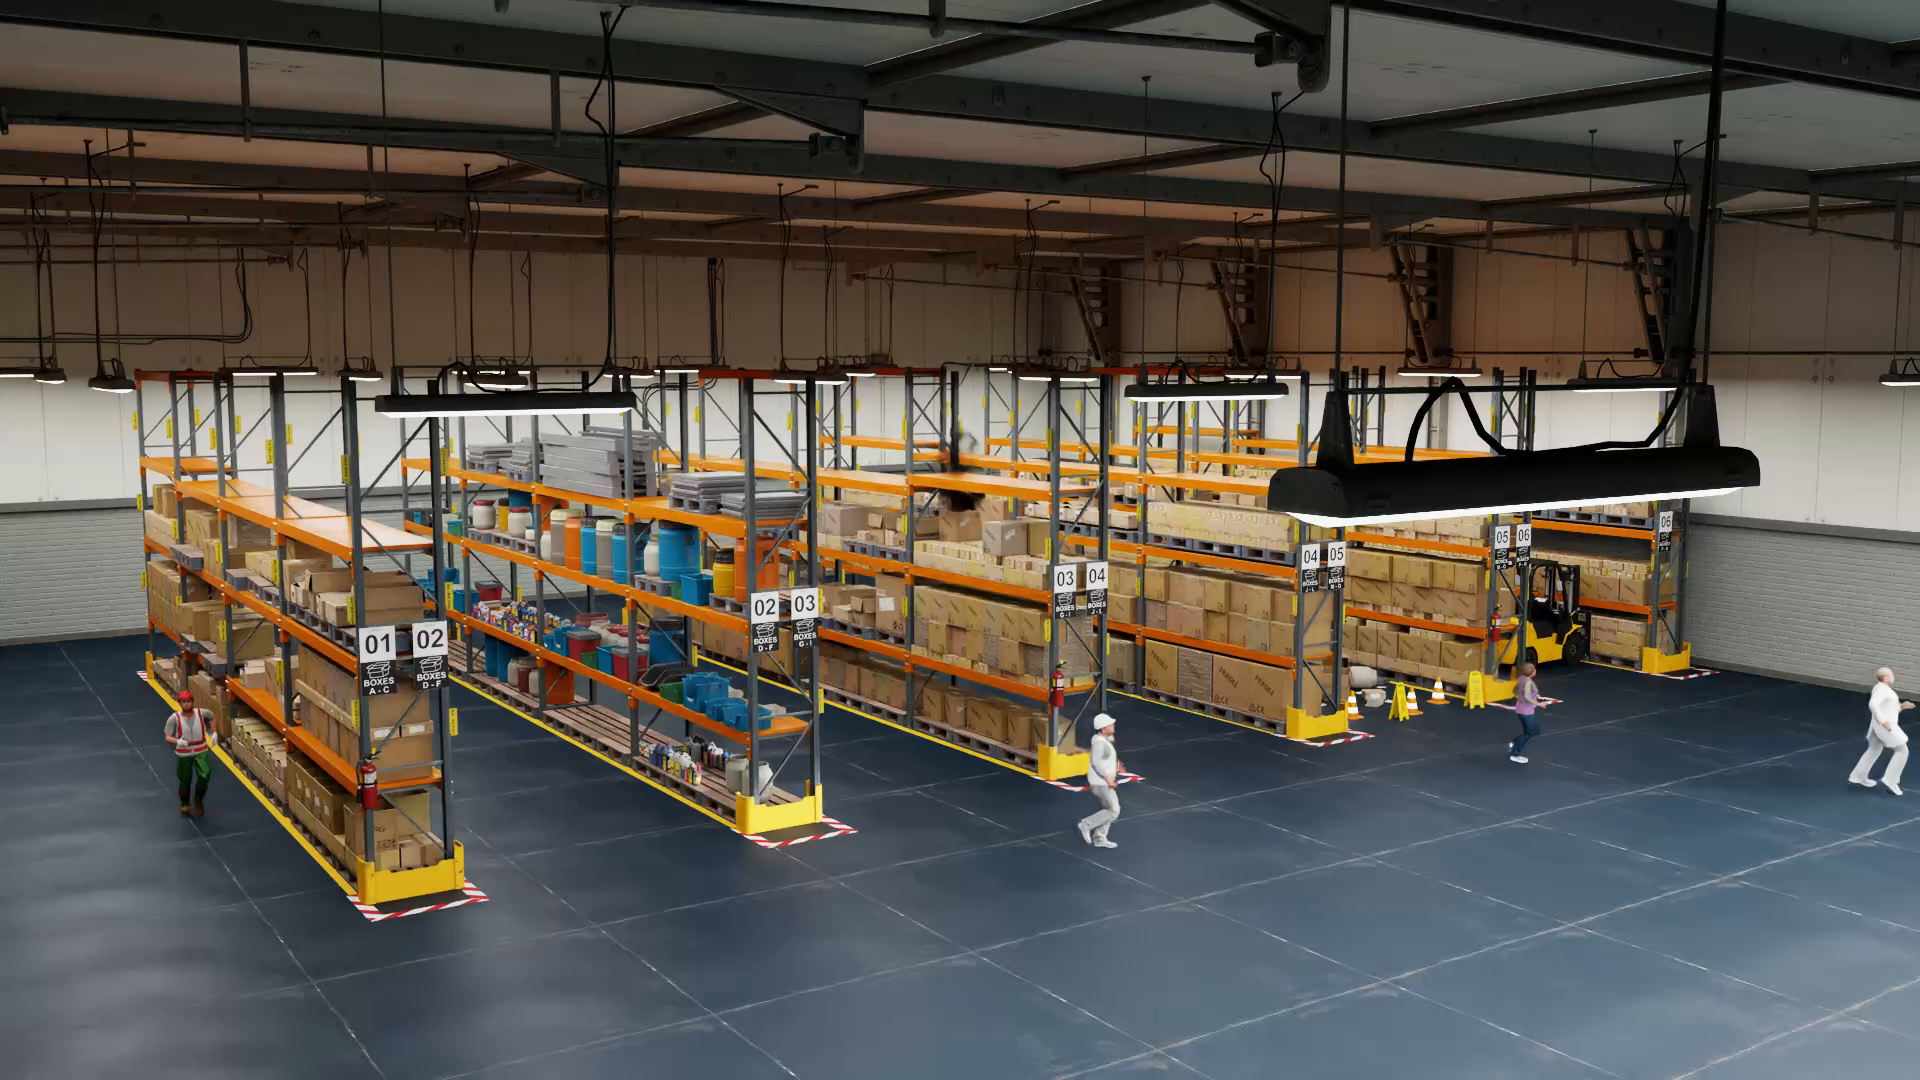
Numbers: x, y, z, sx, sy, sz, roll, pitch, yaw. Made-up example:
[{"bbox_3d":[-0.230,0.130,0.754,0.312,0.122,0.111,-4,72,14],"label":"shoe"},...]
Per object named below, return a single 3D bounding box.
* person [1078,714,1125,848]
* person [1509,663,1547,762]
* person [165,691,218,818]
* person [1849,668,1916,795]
[{"bbox_3d":[1.810,3.079,21.282,0.627,1.746,0.656,0,6,-1],"label":"person"},{"bbox_3d":[8.770,2.663,25.656,0.519,1.564,0.539,1,7,12],"label":"person"},{"bbox_3d":[-10.392,2.896,22.531,0.675,1.748,0.852,-4,7,-29],"label":"person"},{"bbox_3d":[13.311,2.756,23.965,0.819,1.845,0.673,1,7,9],"label":"person"}]
